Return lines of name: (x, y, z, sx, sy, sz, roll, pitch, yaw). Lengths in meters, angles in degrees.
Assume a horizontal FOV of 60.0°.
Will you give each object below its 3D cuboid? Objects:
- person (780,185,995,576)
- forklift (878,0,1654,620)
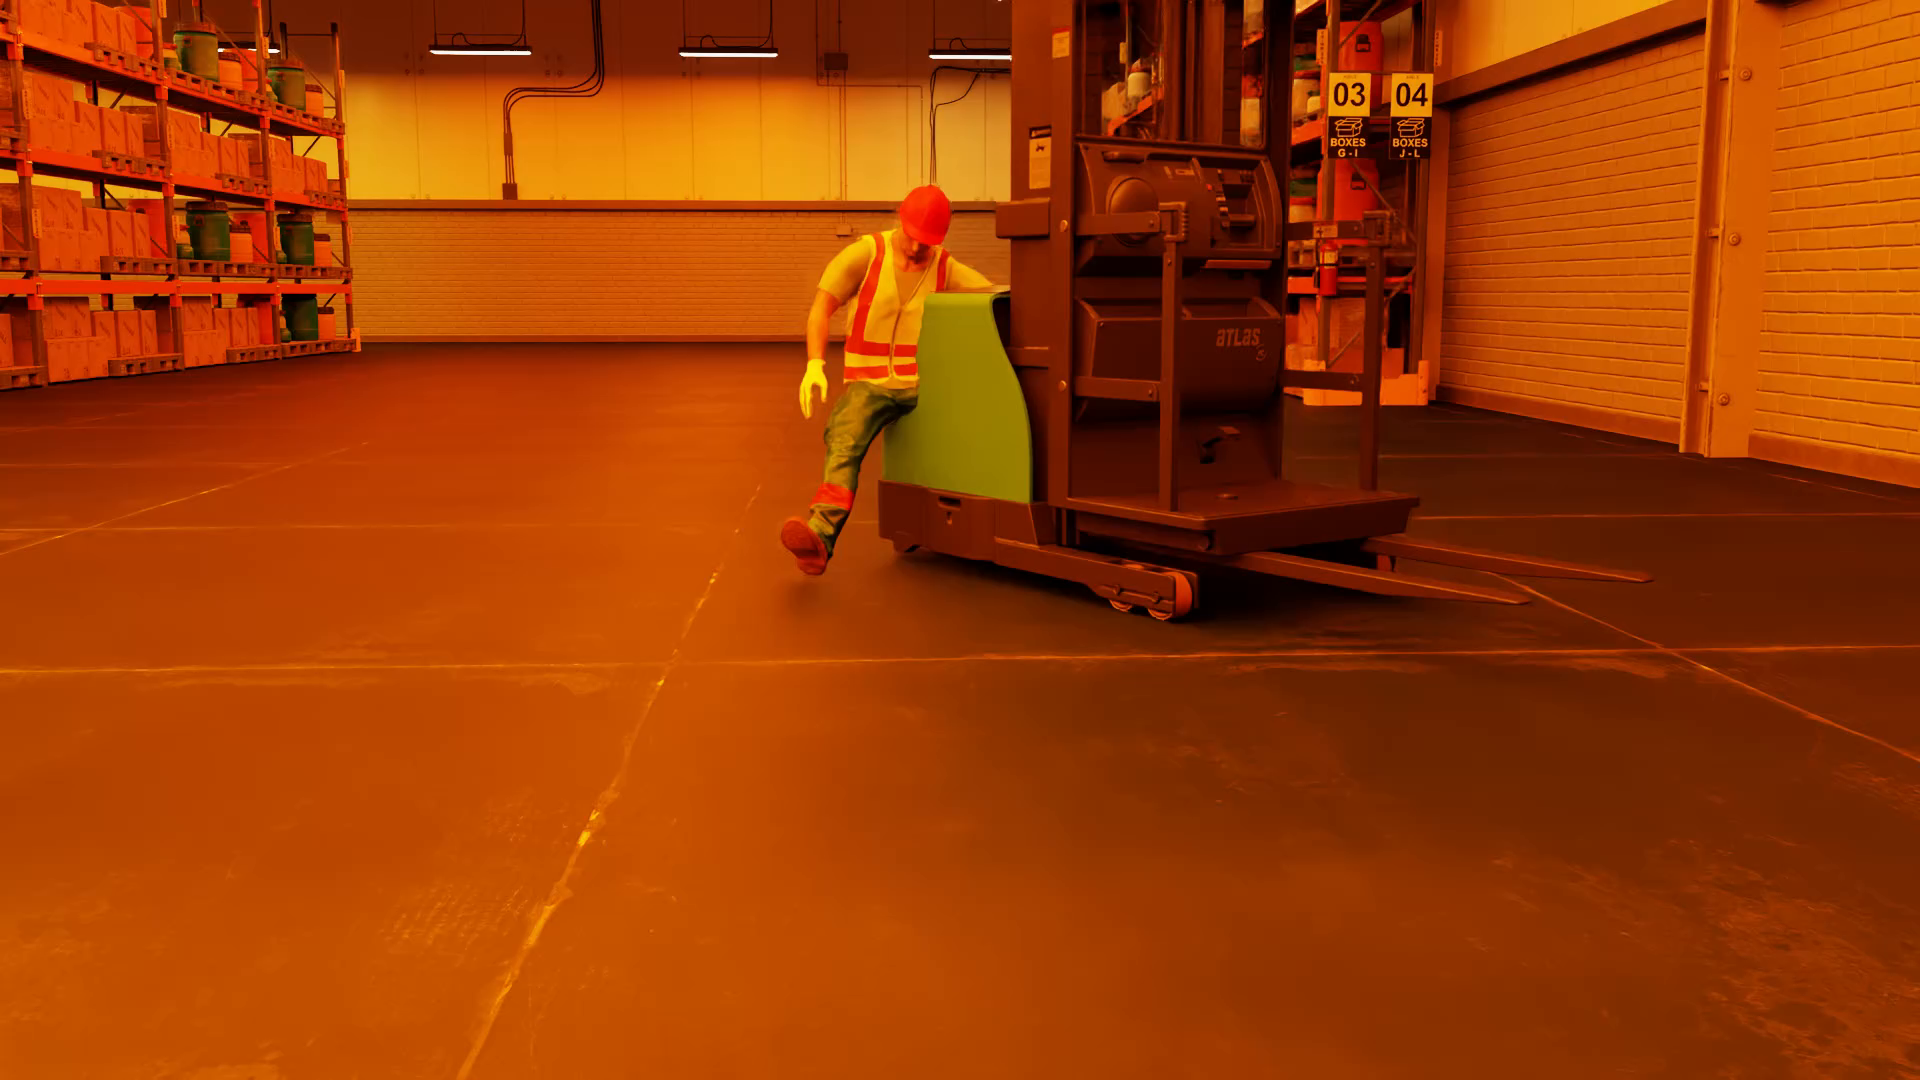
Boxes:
person: (-0.107, -0.638, 6.425, 1.137, 1.451, 1.045, 0, 8, -3)
forklift: (0.933, -1.263, 5.836, 1.130, 2.935, 3.031, -6, 10, -35)
